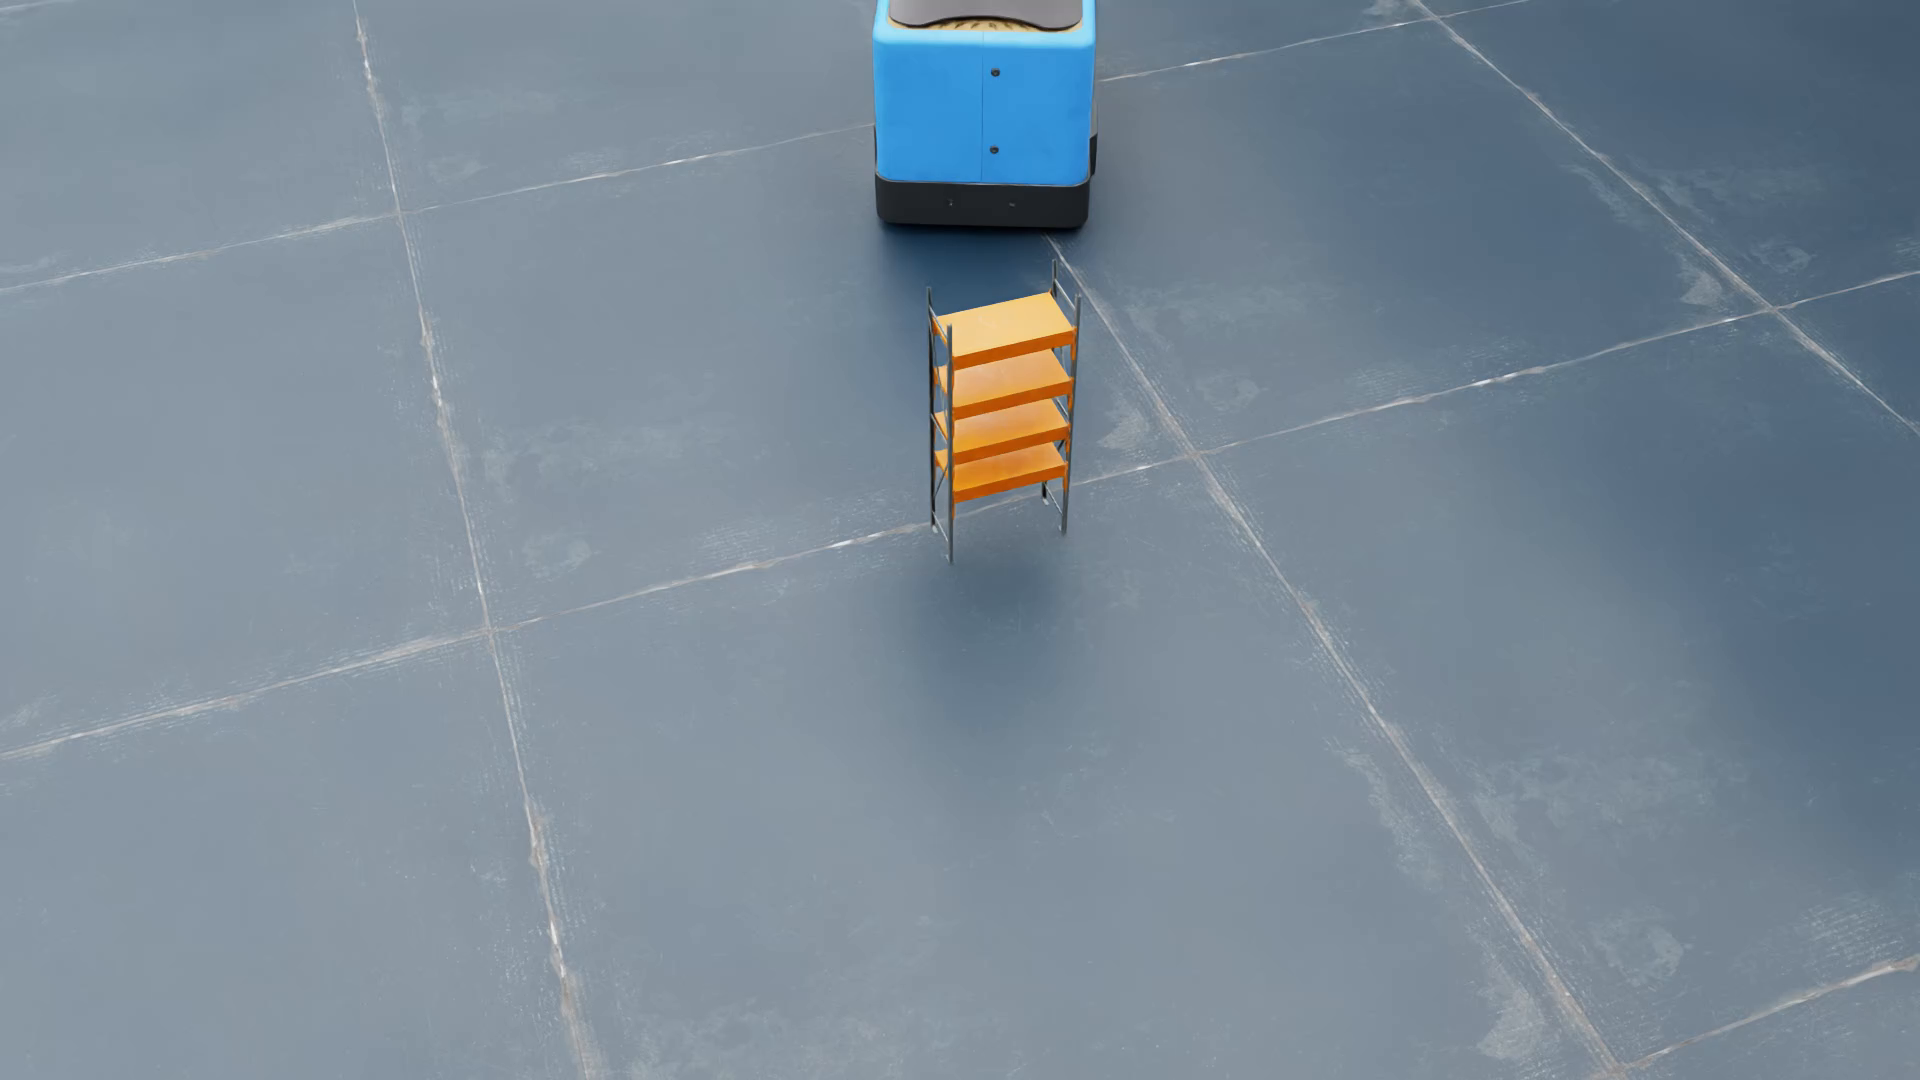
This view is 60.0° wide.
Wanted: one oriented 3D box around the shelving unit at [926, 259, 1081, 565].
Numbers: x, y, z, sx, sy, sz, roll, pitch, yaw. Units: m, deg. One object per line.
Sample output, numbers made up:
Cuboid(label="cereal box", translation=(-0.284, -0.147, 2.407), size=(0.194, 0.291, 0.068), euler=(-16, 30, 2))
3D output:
Cuboid(label="shelving unit", translation=(0.156, -0.463, 6.365), size=(0.503, 1.200, 0.258), euler=(-14, 47, -14))

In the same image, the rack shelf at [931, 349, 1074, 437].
Cuboid(label="rack shelf", translation=(0.156, -0.574, 6.254), size=(0.480, 0.148, 0.258), euler=(-14, 47, -14))

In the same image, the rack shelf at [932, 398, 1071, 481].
Cuboid(label="rack shelf", translation=(0.156, -0.416, 6.412), size=(0.480, 0.148, 0.258), euler=(-14, 47, -14))

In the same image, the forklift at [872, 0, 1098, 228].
Cuboid(label="forklift", translation=(0.179, -3.603, 8.272), size=(1.130, 2.935, 3.031), euler=(2, 45, 2))

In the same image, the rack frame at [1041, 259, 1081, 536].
Cuboid(label="rack frame", translation=(0.385, -0.522, 6.423), size=(0.015, 1.200, 0.240), euler=(-14, 47, -14))

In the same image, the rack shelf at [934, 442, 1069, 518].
Cuboid(label="rack shelf", translation=(0.156, -0.276, 6.553), size=(0.480, 0.148, 0.258), euler=(-14, 47, -14))

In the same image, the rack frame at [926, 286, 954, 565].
Cuboid(label="rack frame", translation=(-0.074, -0.405, 6.306), size=(0.015, 1.200, 0.240), euler=(-14, 47, -14))

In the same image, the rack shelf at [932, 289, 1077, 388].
Cuboid(label="rack shelf", translation=(0.156, -0.741, 6.086), size=(0.480, 0.148, 0.258), euler=(-14, 47, -14))
